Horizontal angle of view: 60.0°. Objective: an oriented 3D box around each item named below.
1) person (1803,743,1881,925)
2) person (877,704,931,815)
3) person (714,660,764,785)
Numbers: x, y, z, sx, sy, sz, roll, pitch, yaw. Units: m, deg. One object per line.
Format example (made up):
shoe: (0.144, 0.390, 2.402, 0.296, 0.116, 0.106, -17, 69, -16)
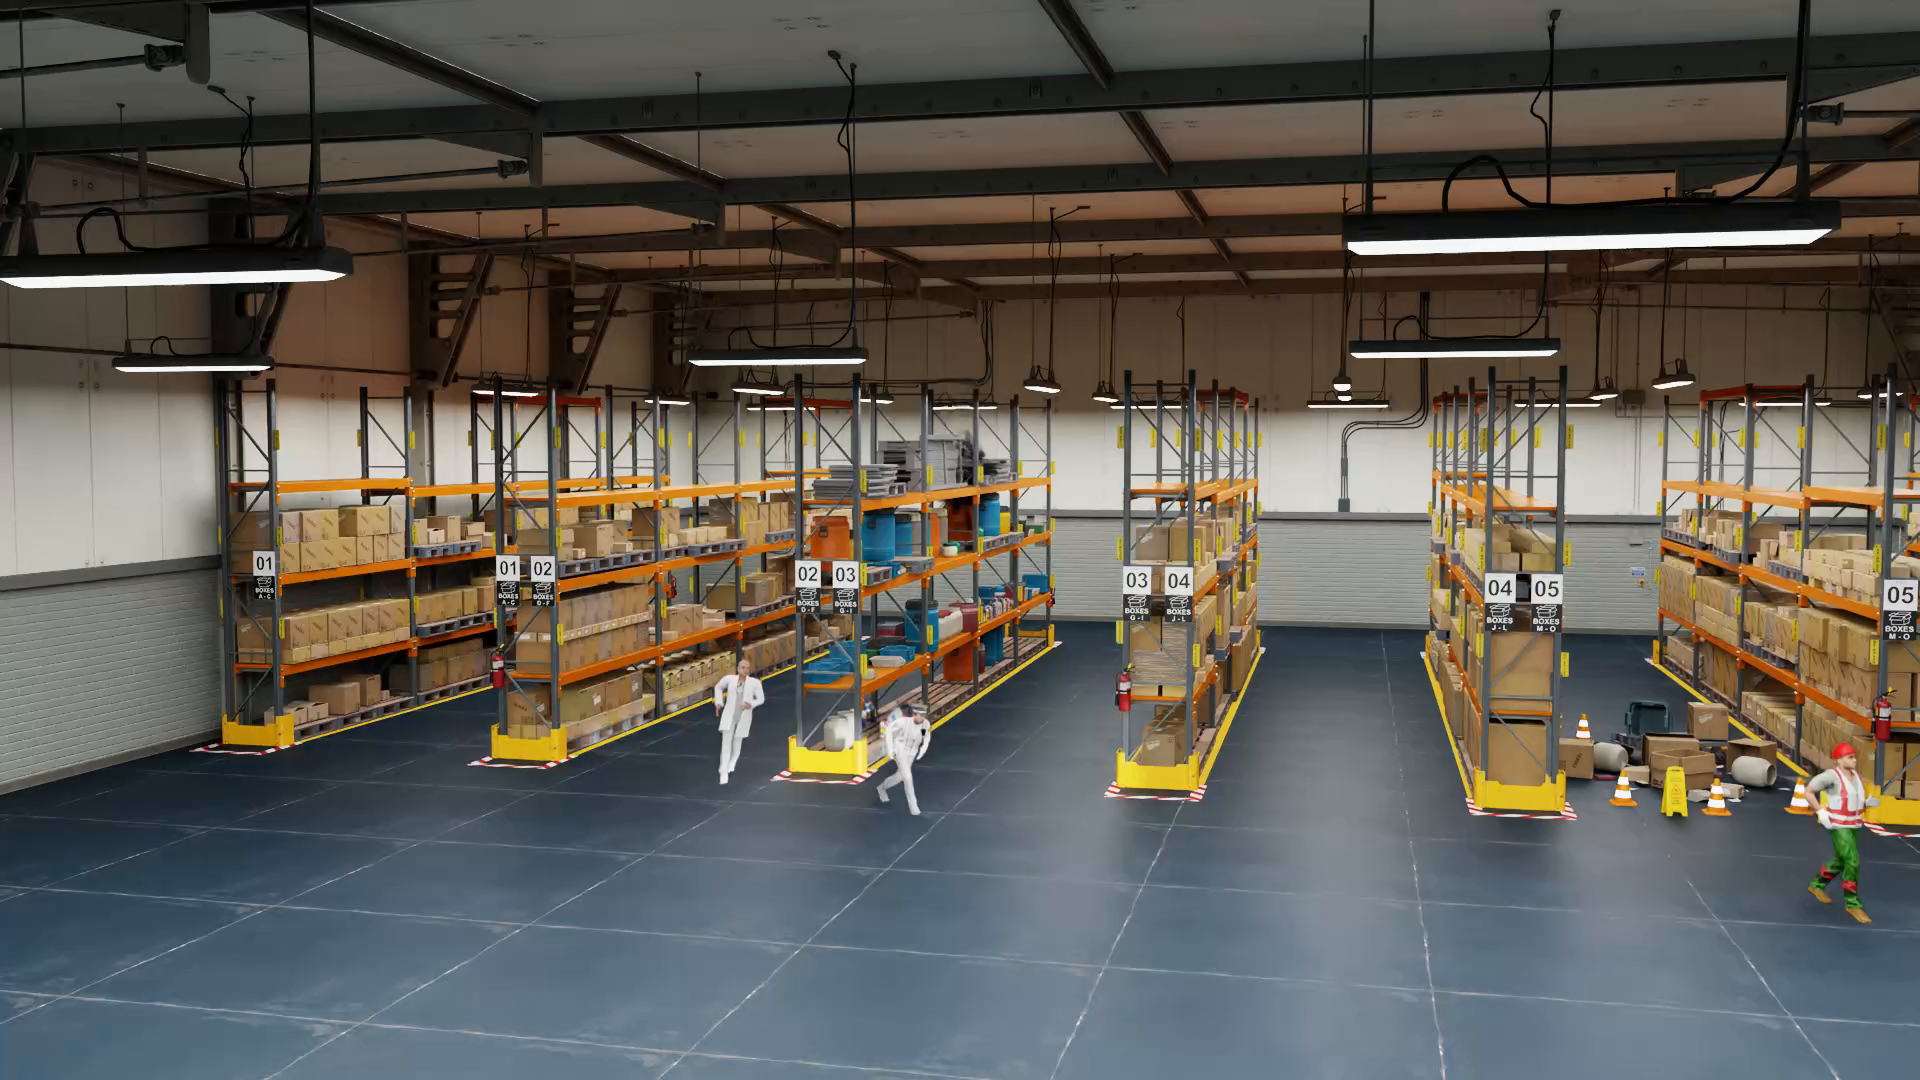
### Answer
person: (9.297, 3.047, 17.524, 0.640, 1.824, 0.813, -2, 4, -28)
person: (-0.770, 2.921, 22.546, 0.623, 1.513, 1.055, -2, 4, -33)
person: (-3.261, 2.646, 24.591, 0.736, 1.759, 1.011, 0, 3, -8)
